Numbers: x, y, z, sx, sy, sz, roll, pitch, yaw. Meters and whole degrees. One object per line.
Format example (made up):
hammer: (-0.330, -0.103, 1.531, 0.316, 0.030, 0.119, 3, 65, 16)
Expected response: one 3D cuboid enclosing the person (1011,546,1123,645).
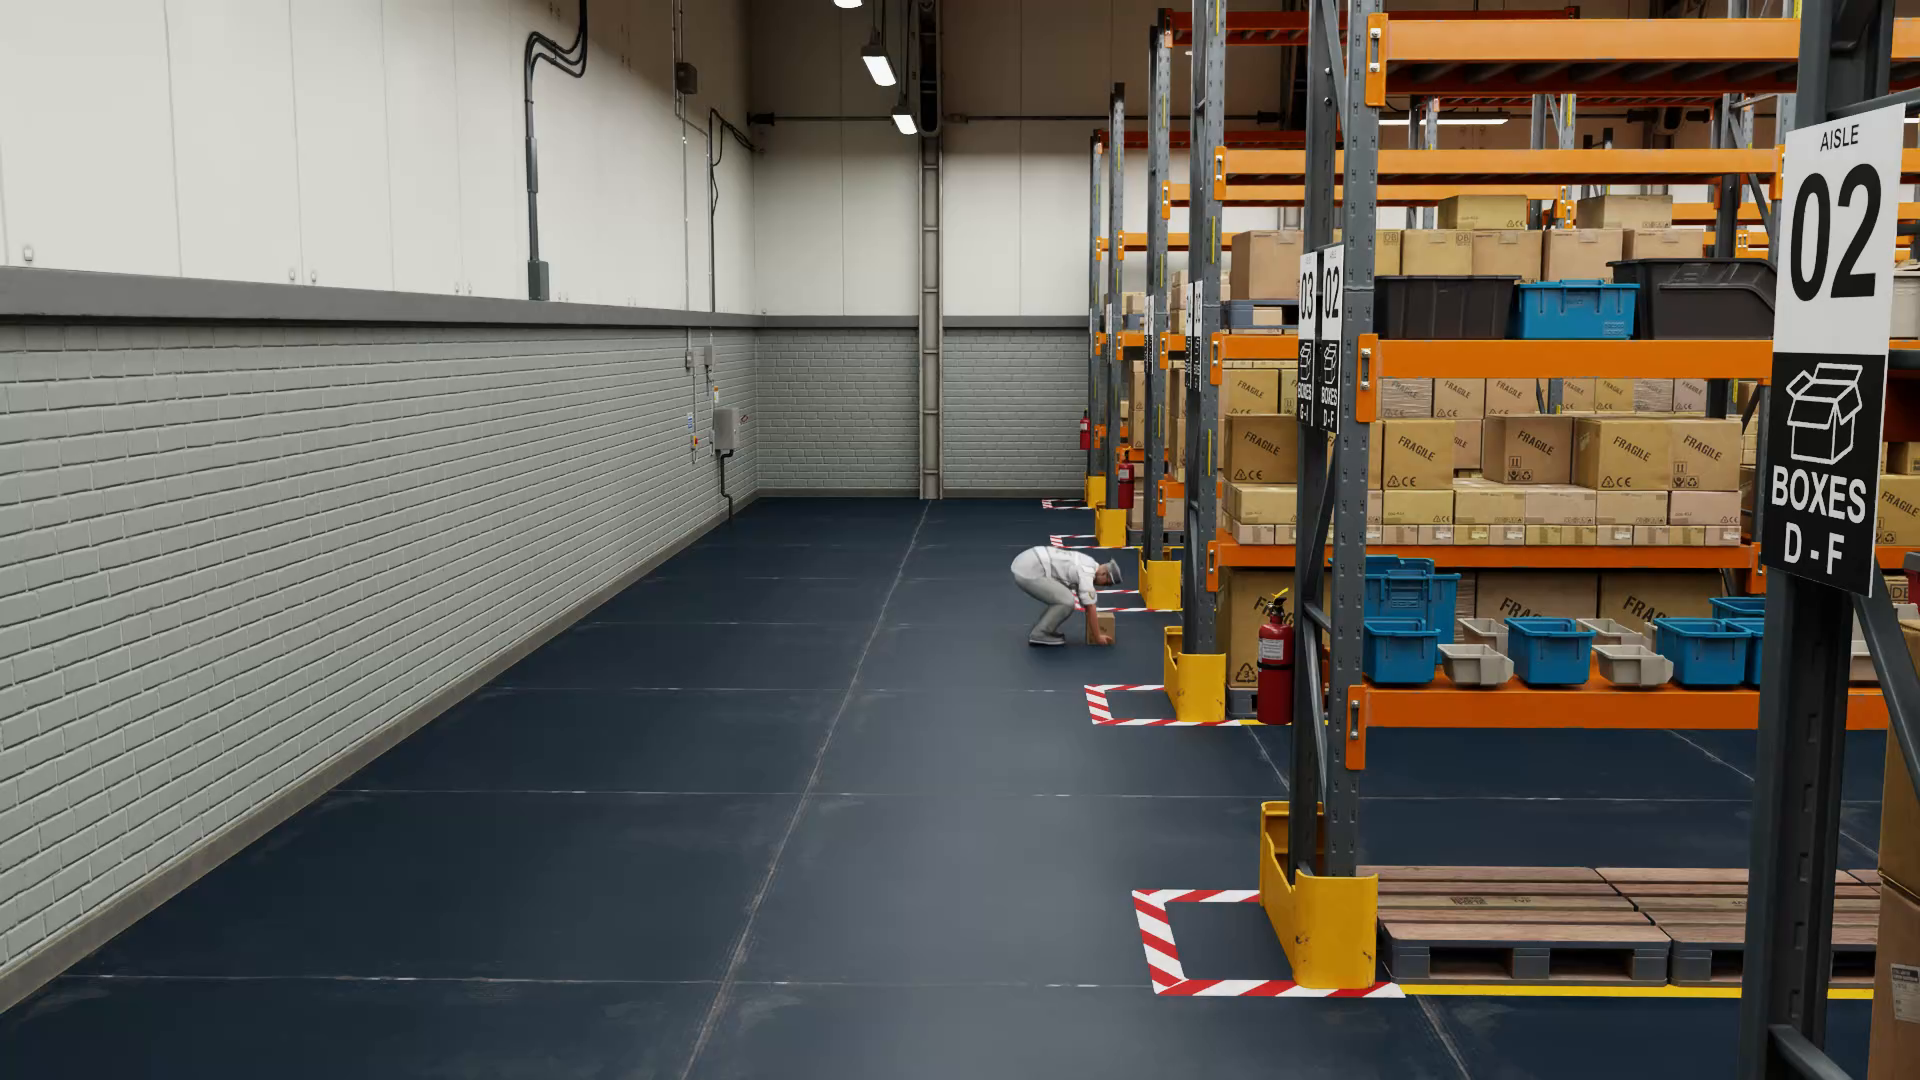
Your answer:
person: (0.980, 0.507, 15.249, 1.029, 0.902, 0.542, 0, 7, -1)
